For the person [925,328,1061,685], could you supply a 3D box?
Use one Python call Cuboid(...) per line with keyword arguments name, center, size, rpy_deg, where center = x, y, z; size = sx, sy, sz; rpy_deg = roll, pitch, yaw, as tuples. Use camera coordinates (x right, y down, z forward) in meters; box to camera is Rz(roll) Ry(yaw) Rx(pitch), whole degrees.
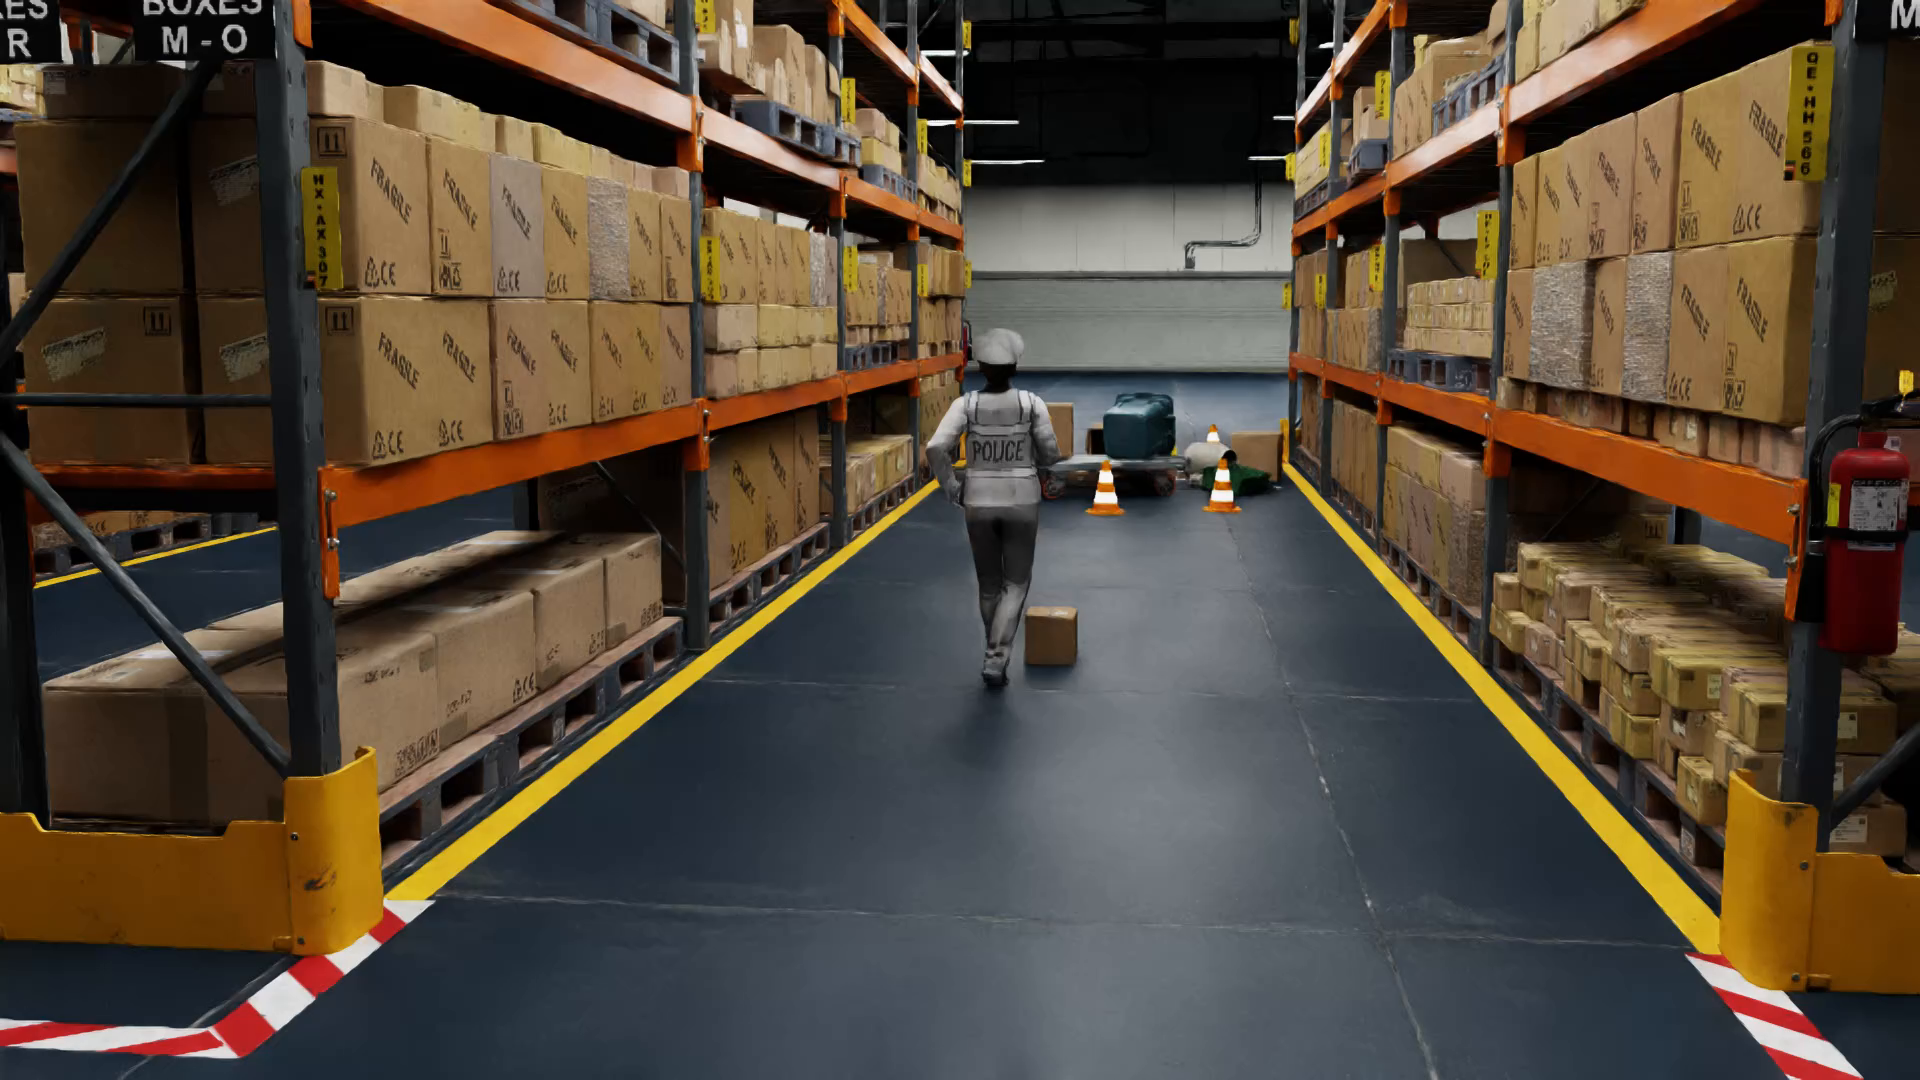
Cuboid(name="person", center=(0.206, -0.162, 7.908), size=(0.574, 1.686, 0.800), rpy_deg=(2, 8, 14))
